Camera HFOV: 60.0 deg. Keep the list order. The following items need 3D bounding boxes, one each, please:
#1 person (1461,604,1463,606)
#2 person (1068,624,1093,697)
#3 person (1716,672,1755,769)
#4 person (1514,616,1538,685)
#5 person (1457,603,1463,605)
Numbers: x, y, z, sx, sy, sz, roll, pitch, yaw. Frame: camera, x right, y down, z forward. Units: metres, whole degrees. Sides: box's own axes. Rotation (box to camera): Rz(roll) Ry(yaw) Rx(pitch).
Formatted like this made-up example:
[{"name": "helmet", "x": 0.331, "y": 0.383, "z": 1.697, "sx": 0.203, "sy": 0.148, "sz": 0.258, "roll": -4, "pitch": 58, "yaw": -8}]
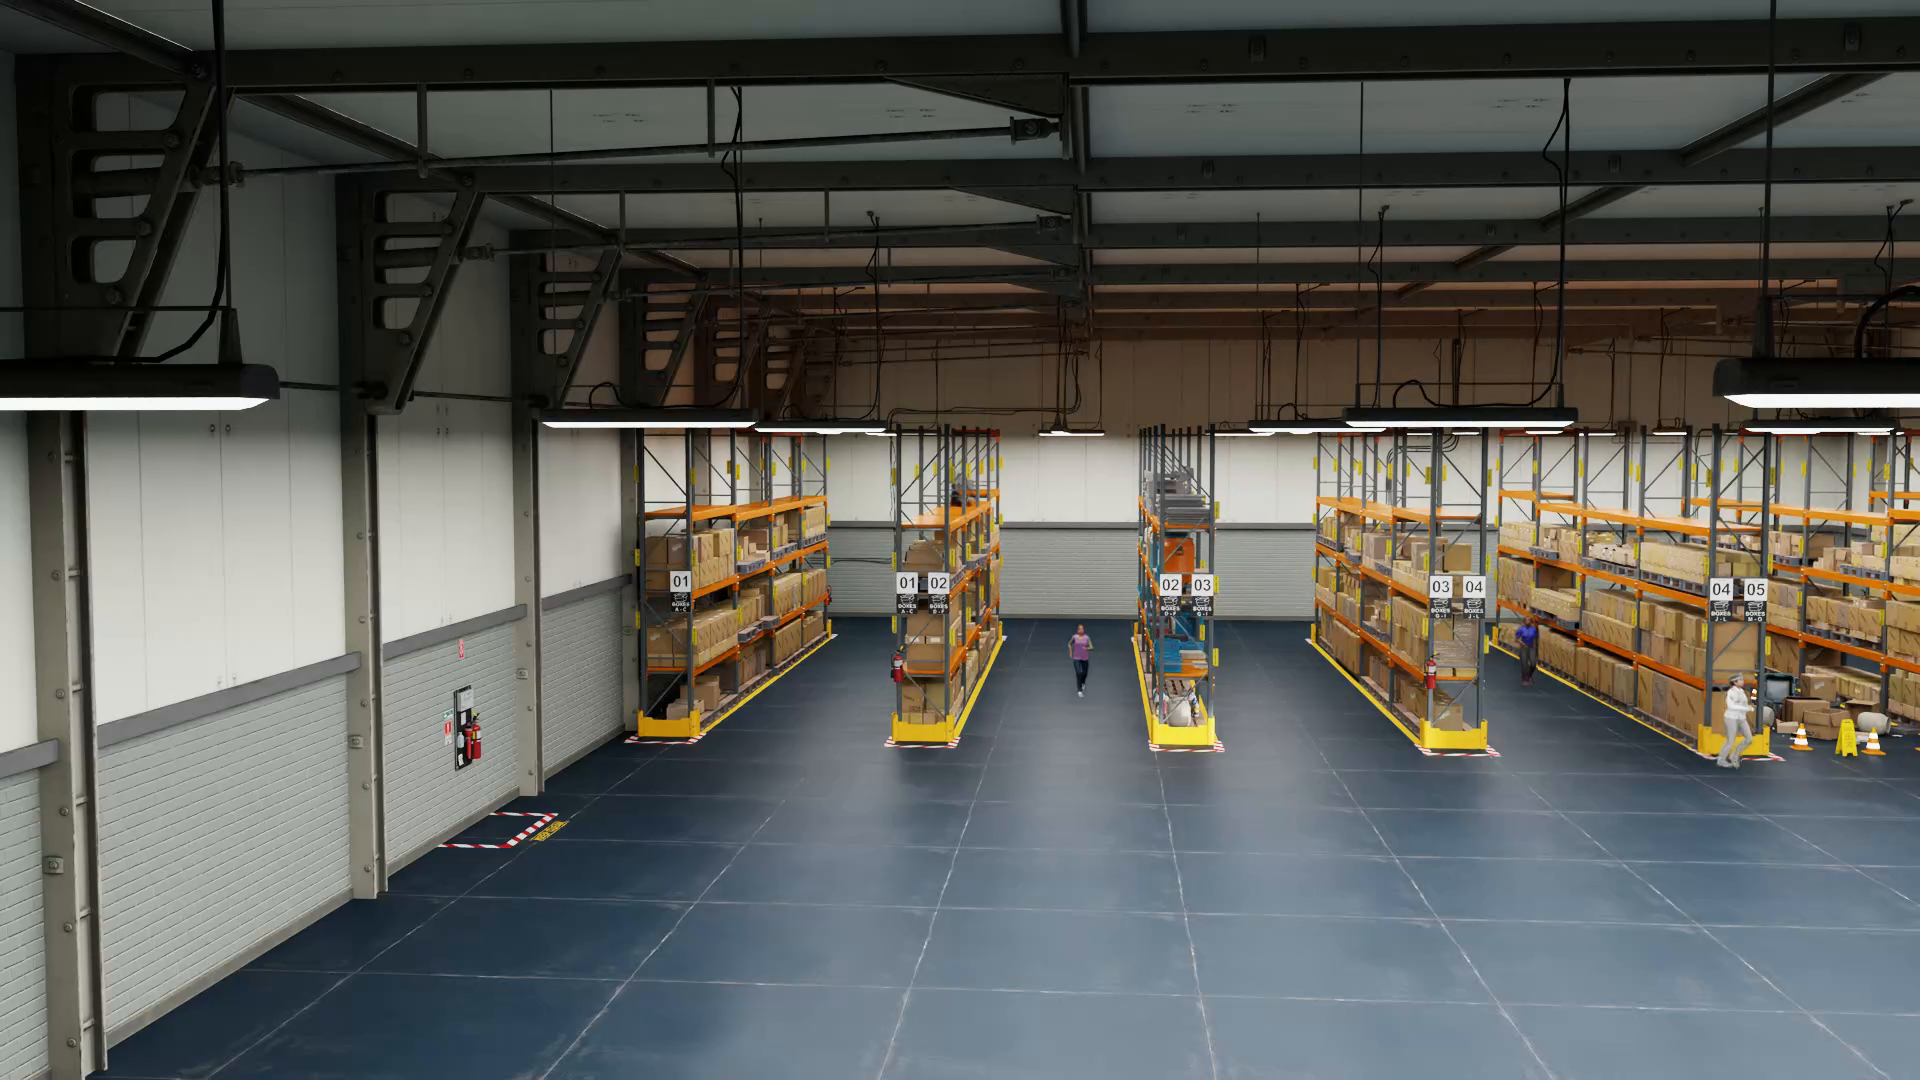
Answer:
[{"name": "person", "x": 13.450, "y": 2.299, "z": 43.931, "sx": 0.626, "sy": 1.540, "sz": 0.613, "roll": 1, "pitch": 4, "yaw": 14}, {"name": "person", "x": 2.684, "y": 2.659, "z": 36.985, "sx": 0.540, "sy": 1.580, "sz": 0.889, "roll": 0, "pitch": 3, "yaw": -3}, {"name": "person", "x": 13.512, "y": 3.135, "z": 28.854, "sx": 0.639, "sy": 1.700, "sz": 0.624, "roll": -2, "pitch": 4, "yaw": -35}, {"name": "person", "x": 13.134, "y": 2.572, "z": 38.489, "sx": 0.576, "sy": 1.605, "sz": 0.573, "roll": 0, "pitch": 3, "yaw": 5}, {"name": "person", "x": 13.829, "y": 2.074, "z": 46.884, "sx": 0.792, "sy": 1.581, "sz": 0.542, "roll": 3, "pitch": 4, "yaw": 37}]
